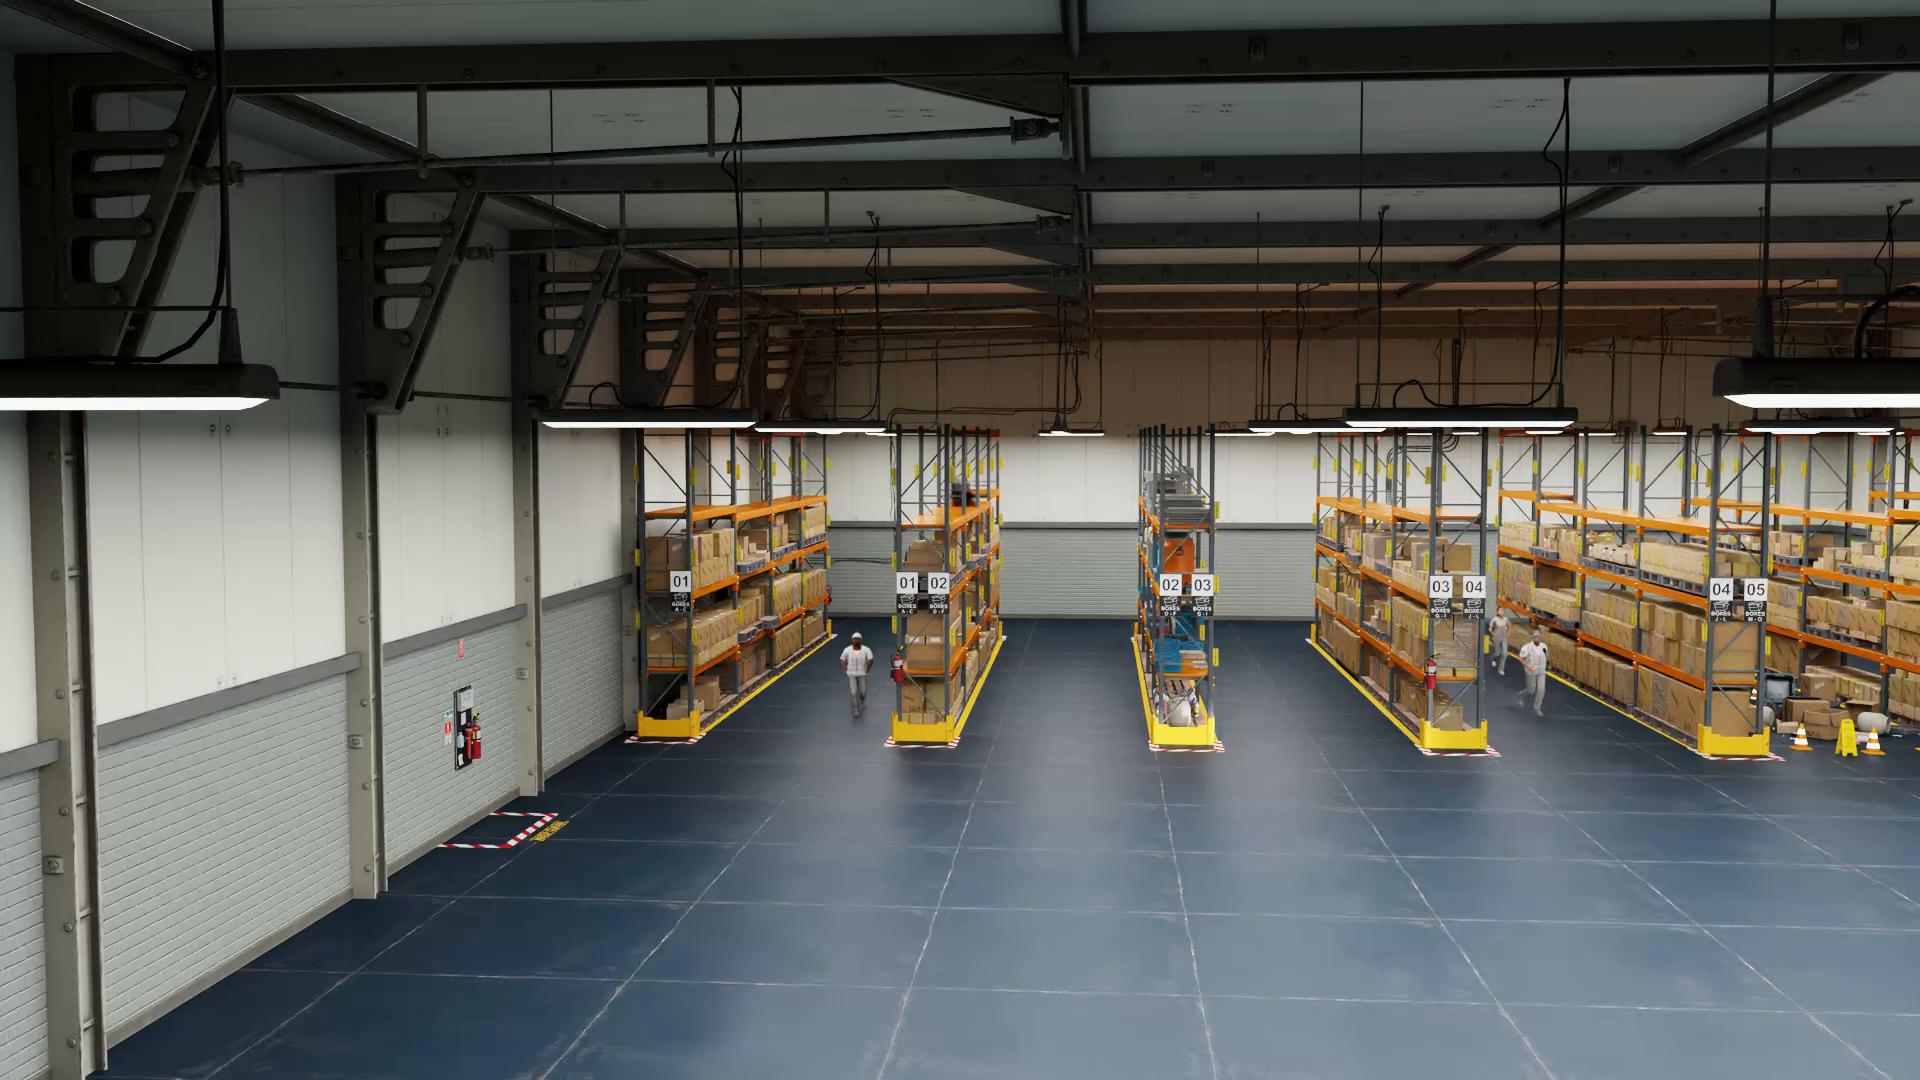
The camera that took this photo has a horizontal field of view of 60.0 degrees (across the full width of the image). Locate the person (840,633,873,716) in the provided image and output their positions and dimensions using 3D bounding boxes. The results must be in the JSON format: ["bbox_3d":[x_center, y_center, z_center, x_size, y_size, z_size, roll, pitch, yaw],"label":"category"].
[{"bbox_3d":[-2.137,2.770,34.381,0.700,1.719,0.625,0,3,-4],"label":"person"}]

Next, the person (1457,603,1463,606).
[{"bbox_3d":[13.502,2.086,45.308,0.763,1.730,0.967,1,4,15],"label":"person"}]

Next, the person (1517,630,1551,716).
[{"bbox_3d":[11.996,2.746,34.703,0.667,1.776,0.760,0,3,-5],"label":"person"}]

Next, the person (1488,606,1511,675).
[{"bbox_3d":[13.192,2.448,40.617,0.565,1.641,0.791,0,3,3],"label":"person"}]
